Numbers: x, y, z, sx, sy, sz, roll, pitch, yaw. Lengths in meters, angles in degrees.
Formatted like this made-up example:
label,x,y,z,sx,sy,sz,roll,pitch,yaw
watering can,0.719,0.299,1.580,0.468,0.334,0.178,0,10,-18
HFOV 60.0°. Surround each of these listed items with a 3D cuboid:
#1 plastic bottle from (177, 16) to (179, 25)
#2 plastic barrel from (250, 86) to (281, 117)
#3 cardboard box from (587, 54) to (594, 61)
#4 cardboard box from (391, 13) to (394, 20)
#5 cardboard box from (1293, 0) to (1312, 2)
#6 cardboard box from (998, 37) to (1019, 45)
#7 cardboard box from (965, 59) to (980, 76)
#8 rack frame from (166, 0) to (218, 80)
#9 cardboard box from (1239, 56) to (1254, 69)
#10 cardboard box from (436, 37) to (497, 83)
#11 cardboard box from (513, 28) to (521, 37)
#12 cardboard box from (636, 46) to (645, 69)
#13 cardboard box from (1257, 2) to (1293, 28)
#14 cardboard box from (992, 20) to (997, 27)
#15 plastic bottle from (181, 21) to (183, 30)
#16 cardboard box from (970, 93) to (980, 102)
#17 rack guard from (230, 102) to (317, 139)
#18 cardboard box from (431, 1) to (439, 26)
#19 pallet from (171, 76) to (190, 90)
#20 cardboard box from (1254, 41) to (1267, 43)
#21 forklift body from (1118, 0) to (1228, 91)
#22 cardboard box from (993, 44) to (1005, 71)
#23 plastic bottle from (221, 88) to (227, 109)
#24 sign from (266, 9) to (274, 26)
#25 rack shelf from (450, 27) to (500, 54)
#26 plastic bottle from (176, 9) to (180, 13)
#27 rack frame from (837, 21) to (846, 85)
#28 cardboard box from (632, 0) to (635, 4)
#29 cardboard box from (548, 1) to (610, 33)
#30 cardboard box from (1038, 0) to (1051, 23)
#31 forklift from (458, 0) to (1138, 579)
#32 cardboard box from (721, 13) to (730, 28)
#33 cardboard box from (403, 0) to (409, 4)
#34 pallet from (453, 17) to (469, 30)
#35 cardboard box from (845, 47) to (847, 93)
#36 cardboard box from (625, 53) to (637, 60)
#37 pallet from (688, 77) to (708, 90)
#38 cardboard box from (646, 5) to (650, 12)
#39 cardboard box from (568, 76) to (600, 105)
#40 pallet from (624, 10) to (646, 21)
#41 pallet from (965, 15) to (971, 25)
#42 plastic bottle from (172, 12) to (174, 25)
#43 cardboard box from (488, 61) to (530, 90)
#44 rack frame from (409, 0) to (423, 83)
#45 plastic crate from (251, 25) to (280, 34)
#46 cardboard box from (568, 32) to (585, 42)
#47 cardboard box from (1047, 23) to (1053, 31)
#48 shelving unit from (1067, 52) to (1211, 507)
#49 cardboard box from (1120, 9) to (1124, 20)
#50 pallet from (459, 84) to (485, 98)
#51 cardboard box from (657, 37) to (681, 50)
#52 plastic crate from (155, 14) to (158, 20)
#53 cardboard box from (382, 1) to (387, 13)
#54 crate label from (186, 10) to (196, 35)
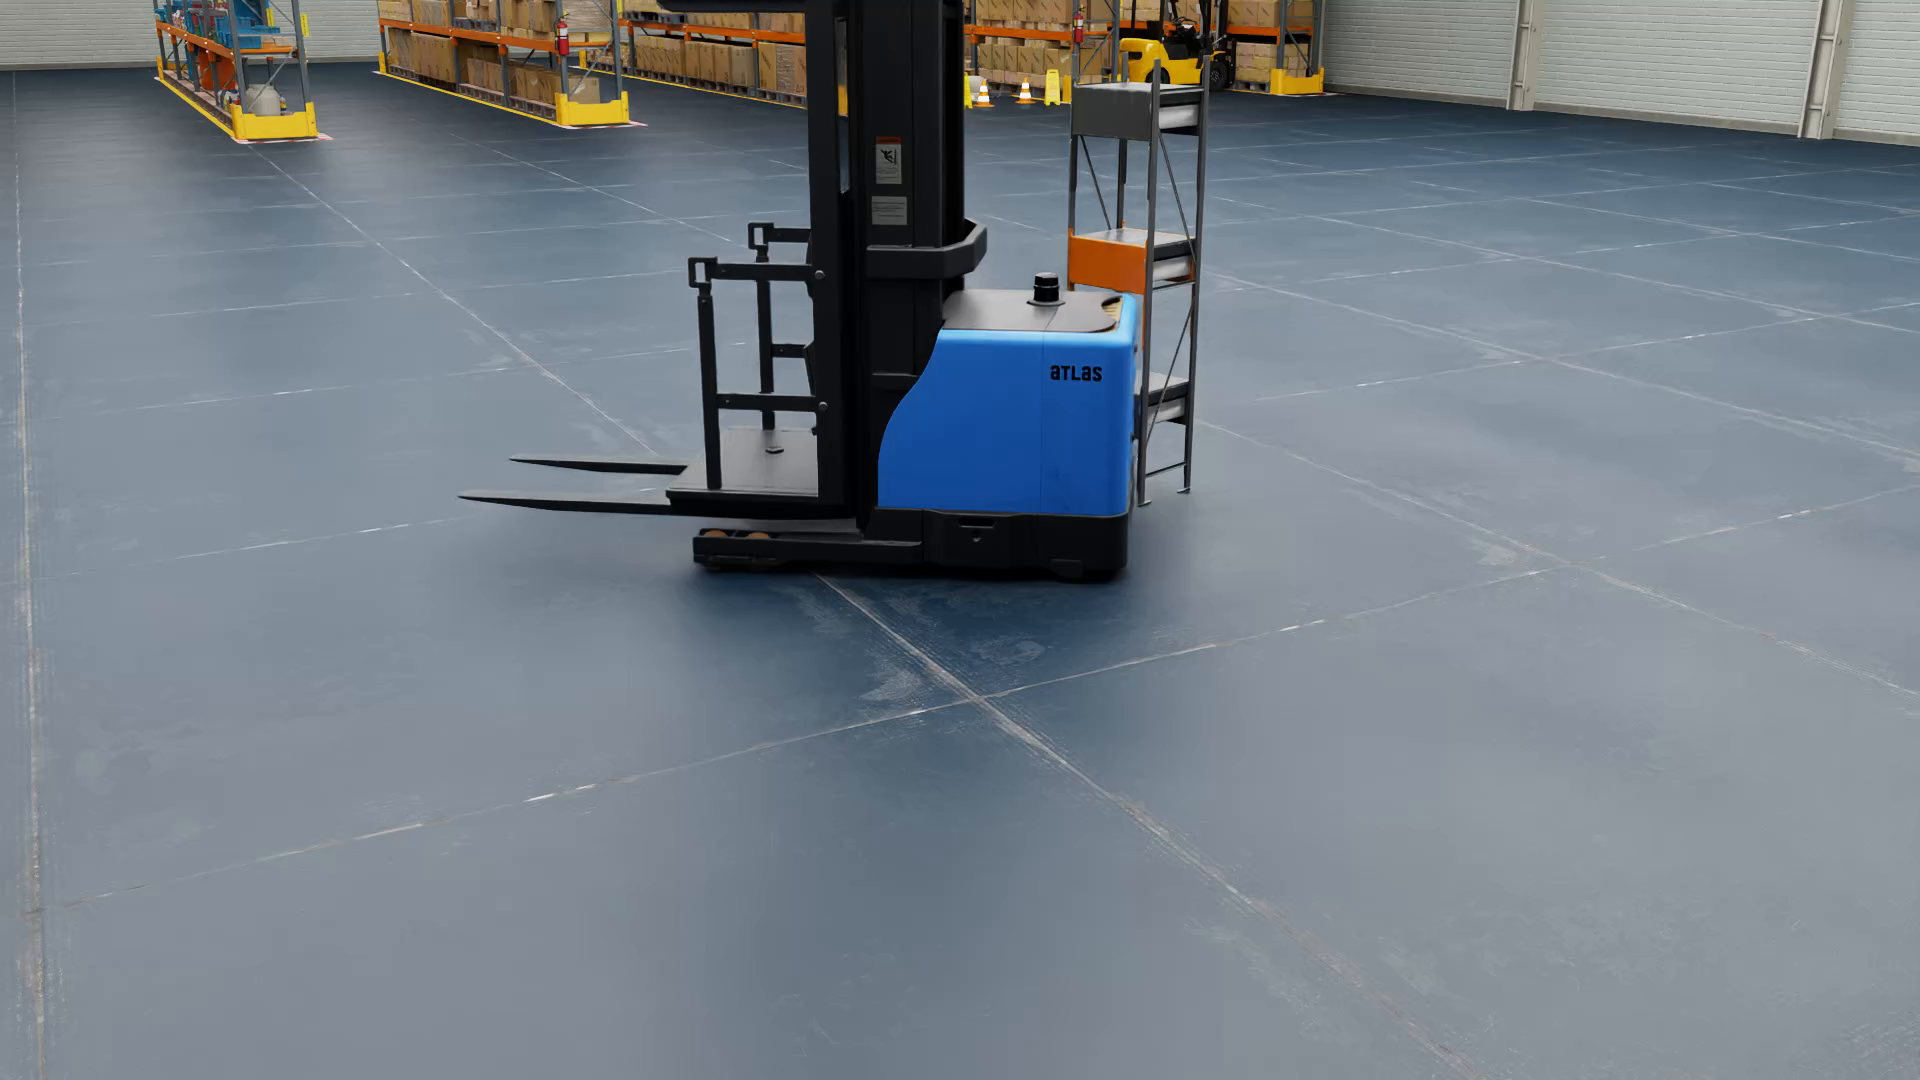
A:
label,x,y,z,sx,sy,sz,roll,pitch,yaw
plastic bottle,-15.711,-10.451,33.517,0.097,0.271,0.097,0,19,0
plastic barrel,-10.858,-6.828,25.992,0.421,0.512,0.421,0,19,0
cardboard box,-9.337,-12.379,42.635,0.380,0.149,0.250,-10,21,-26
cardboard box,-13.107,-12.276,38.994,0.380,0.149,0.250,-11,22,-28
cardboard box,7.036,-11.192,34.321,0.380,0.149,0.250,-11,22,-28
cardboard box,0.998,-10.235,34.123,0.380,0.149,0.250,-9,21,-25
cardboard box,0.452,-10.186,35.936,0.950,0.372,0.625,-10,21,-26
rack frame,-16.176,-11.074,35.124,1.000,3.000,0.127,-10,21,-27
cardboard box,6.234,-10.073,35.029,0.500,0.250,0.500,-10,22,-27
cardboard box,-10.227,-10.088,34.881,1.225,0.875,0.875,-11,22,-29
cardboard box,-7.721,-9.027,29.580,0.380,0.149,0.250,-10,21,-27
cardboard box,-7.287,-11.344,39.095,0.500,0.500,0.500,-9,21,-25
cardboard box,6.504,-10.849,34.319,0.500,0.500,0.500,-11,22,-28
cardboard box,0.889,-10.684,34.381,0.380,0.149,0.250,-10,21,-27
plastic bottle,-15.316,-10.179,32.837,0.097,0.201,0.097,0,19,0
cardboard box,0.203,-8.646,32.461,0.380,0.149,0.250,1,19,2
rack guard,-10.555,-6.462,25.591,1.175,0.500,0.348,-10,21,-27
cardboard box,-10.851,-11.136,35.151,0.500,0.500,0.500,-11,22,-28
pallet,-16.560,-9.960,36.173,1.003,0.211,1.213,-10,21,-27
cardboard box,6.439,-10.528,35.581,0.500,0.250,0.500,-10,21,-27
forklift body,4.463,-10.561,34.941,2.313,2.155,1.214,-10,21,-27
cardboard box,1.010,-9.969,34.346,0.500,0.500,0.500,-9,21,-24
plastic bottle,-12.270,-7.383,27.814,0.144,0.351,0.185,-11,22,-29
sign,-11.888,-8.990,28.661,0.100,0.325,0.005,-10,21,-27
rack shelf,-8.968,-9.778,32.473,1.077,0.370,4.000,-10,21,-27
plastic bottle,-16.275,-10.887,34.660,0.144,0.351,0.185,-10,21,-27
rack frame,-1.706,-9.135,29.507,1.000,3.000,0.127,-10,21,-27
cardboard box,-7.374,-12.468,38.450,0.380,0.149,0.250,-9,21,-25
cardboard box,-6.356,-8.746,27.769,0.875,0.500,0.500,-10,21,-27
cardboard box,1.869,-10.376,32.495,0.500,0.500,0.500,-10,21,-27
forklift,-0.731,-1.417,7.244,3.031,2.935,1.130,2,19,7
cardboard box,-4.568,-10.729,33.973,0.500,0.500,0.500,-10,21,-26
cardboard box,-12.271,-12.356,37.464,0.500,0.500,0.500,-9,21,-25
pallet,-9.486,-10.414,33.506,1.213,0.211,1.003,-10,21,-27
cardboard box,-2.086,-8.514,30.319,0.875,0.875,0.875,-10,21,-26
cardboard box,-7.834,-11.613,39.957,0.380,0.149,0.250,-10,21,-26
pallet,-5.197,-9.876,35.927,1.003,0.211,1.213,-10,21,-27
cardboard box,-6.880,-12.029,37.633,0.380,0.149,0.250,-11,22,-29
cardboard box,-6.401,-7.595,28.231,0.500,0.500,0.500,-6,20,-17
pallet,-7.169,-12.247,38.820,1.003,0.211,1.213,-10,21,-27
pallet,0.468,-11.230,35.873,1.003,0.211,1.213,-10,21,-27
plastic bottle,-16.314,-10.809,34.536,0.061,0.283,0.133,-10,21,-27
cardboard box,-8.767,-9.051,32.419,0.700,0.500,0.500,-12,22,-31
rack frame,-11.817,-11.841,37.348,1.000,3.000,0.127,-10,21,-27
plastic crate,-11.613,-8.431,27.694,0.499,0.251,0.616,-10,21,-27
cardboard box,-6.436,-8.327,27.550,0.380,0.149,0.250,-10,21,-27
cardboard box,1.916,-10.019,32.453,0.380,0.149,0.250,-10,22,-28
shelving unit,0.838,-1.257,8.056,0.503,2.100,0.431,18,26,42
cardboard box,3.896,-12.320,38.967,0.500,0.250,0.500,-9,21,-25
pallet,-9.548,-9.150,33.824,1.003,0.211,1.213,-10,21,-27
cardboard box,-6.537,-11.250,37.676,0.500,0.250,0.500,-9,21,-25
plastic crate,-18.169,-11.899,37.828,0.250,0.136,0.298,-10,21,-27
cardboard box,-13.474,-12.731,39.701,0.500,0.250,0.500,-10,22,-27
crate label,-14.043,-9.615,30.843,0.502,0.435,0.616,-10,21,-27
